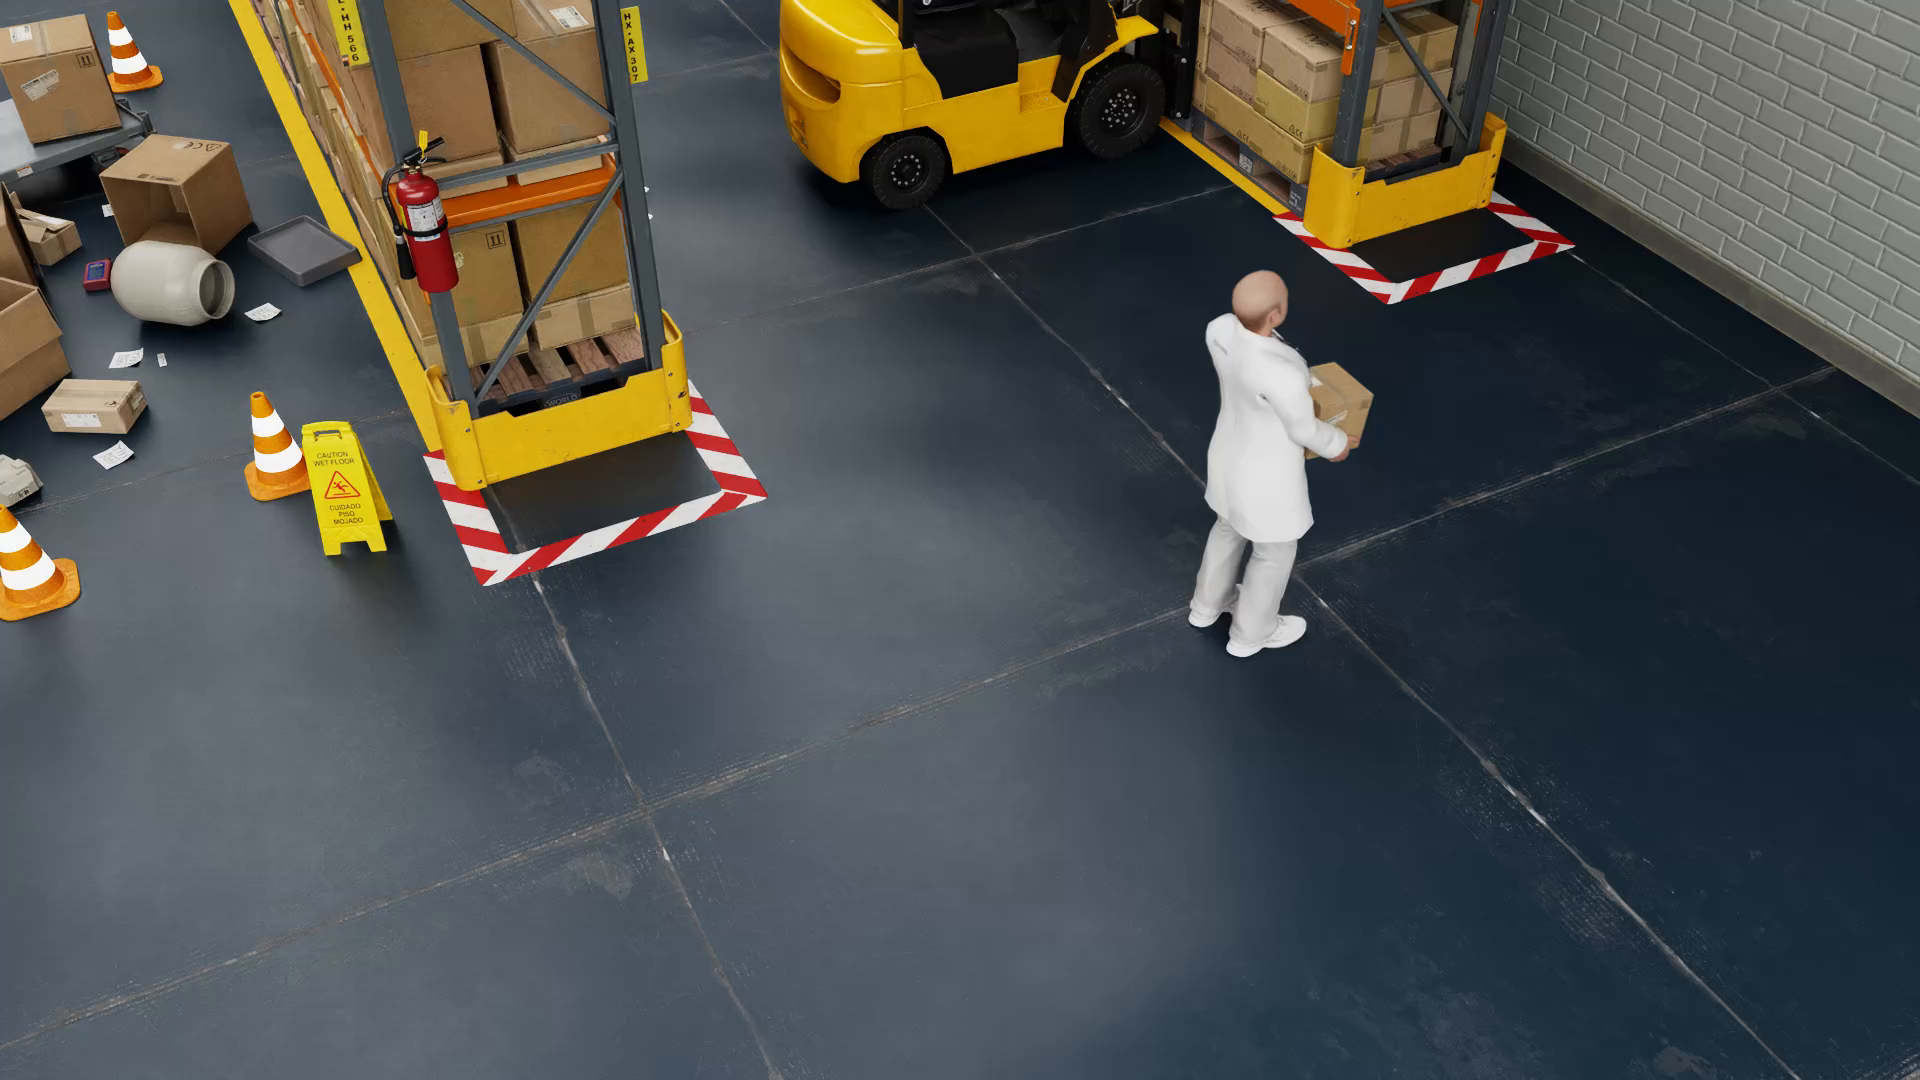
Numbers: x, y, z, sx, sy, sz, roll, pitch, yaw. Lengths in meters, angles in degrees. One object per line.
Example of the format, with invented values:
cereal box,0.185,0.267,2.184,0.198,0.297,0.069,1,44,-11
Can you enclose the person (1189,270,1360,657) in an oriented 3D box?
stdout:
person,1.242,-0.319,6.545,0.563,1.769,0.527,-19,44,-20
